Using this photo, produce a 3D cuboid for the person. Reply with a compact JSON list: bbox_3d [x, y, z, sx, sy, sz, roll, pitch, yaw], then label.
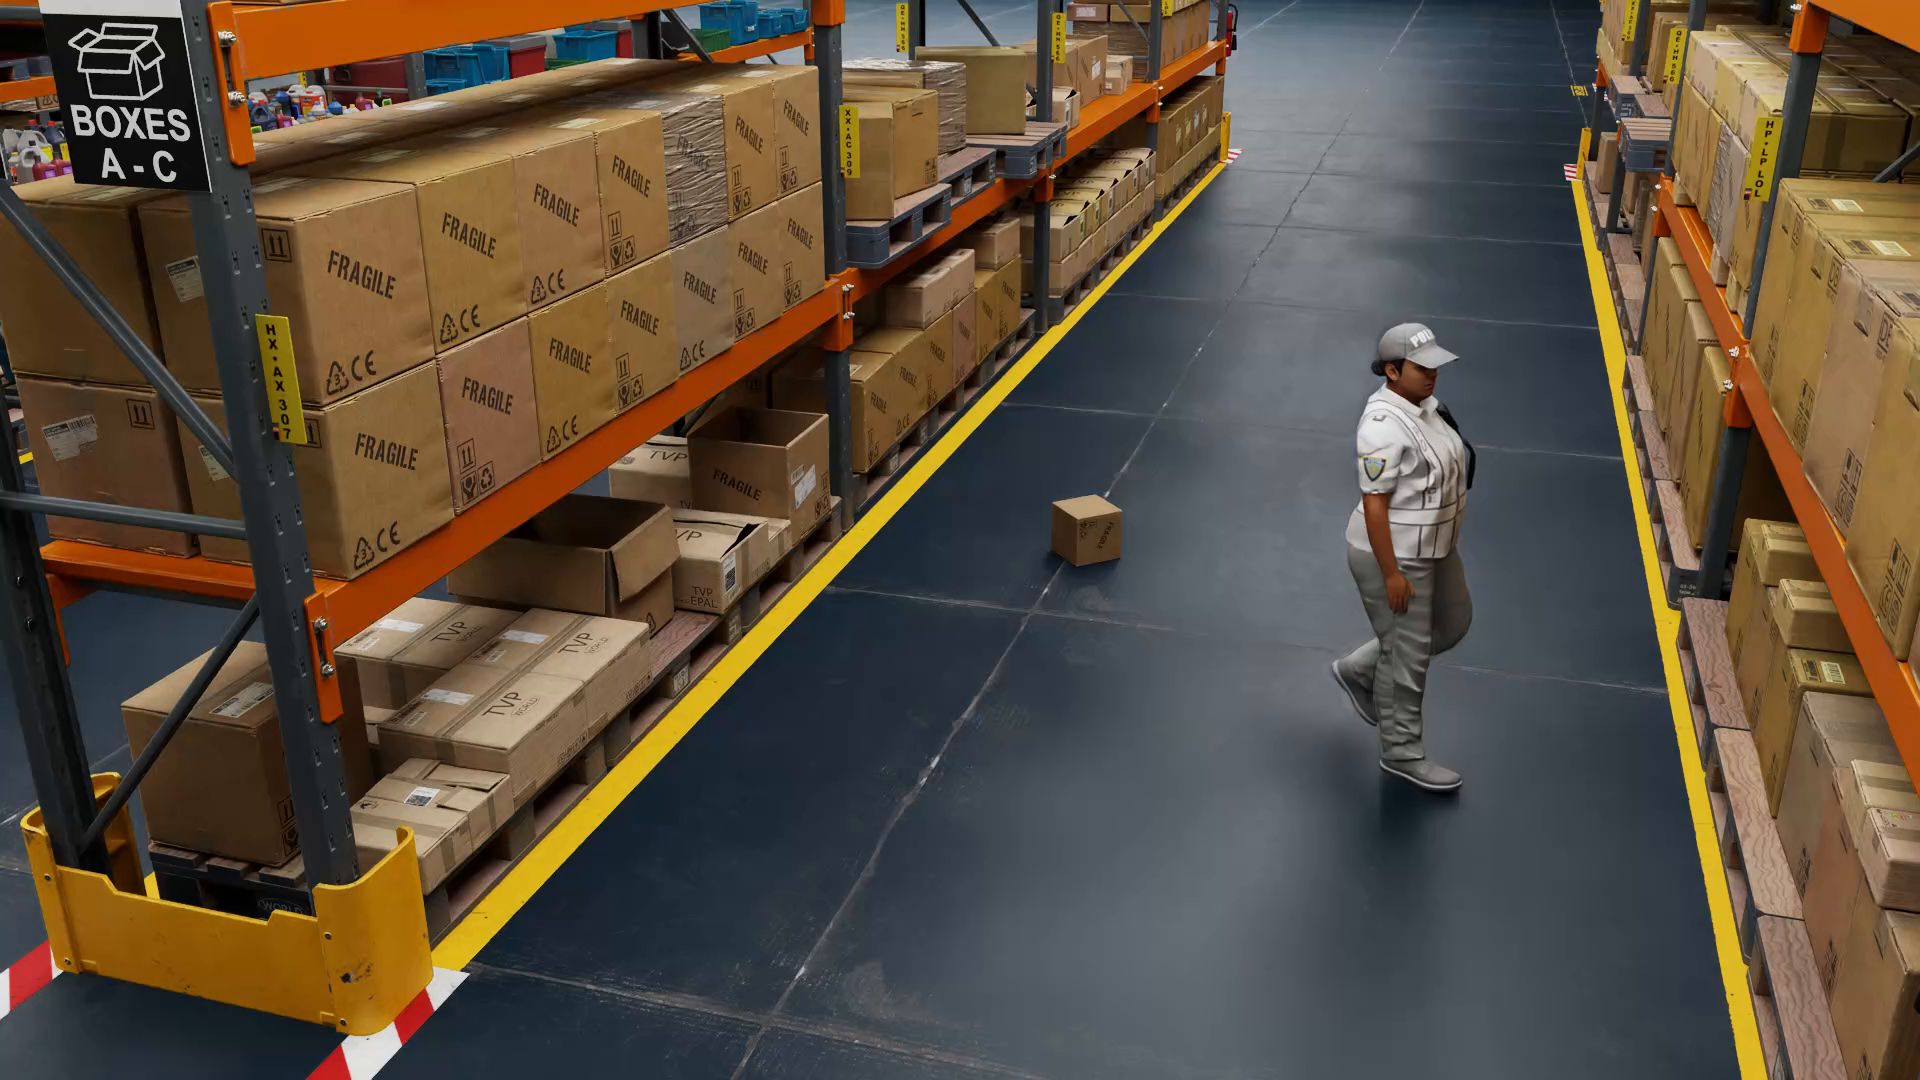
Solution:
[{"bbox_3d":[1.606,0.047,5.913,0.592,1.661,0.513,13,26,30],"label":"person"}]
